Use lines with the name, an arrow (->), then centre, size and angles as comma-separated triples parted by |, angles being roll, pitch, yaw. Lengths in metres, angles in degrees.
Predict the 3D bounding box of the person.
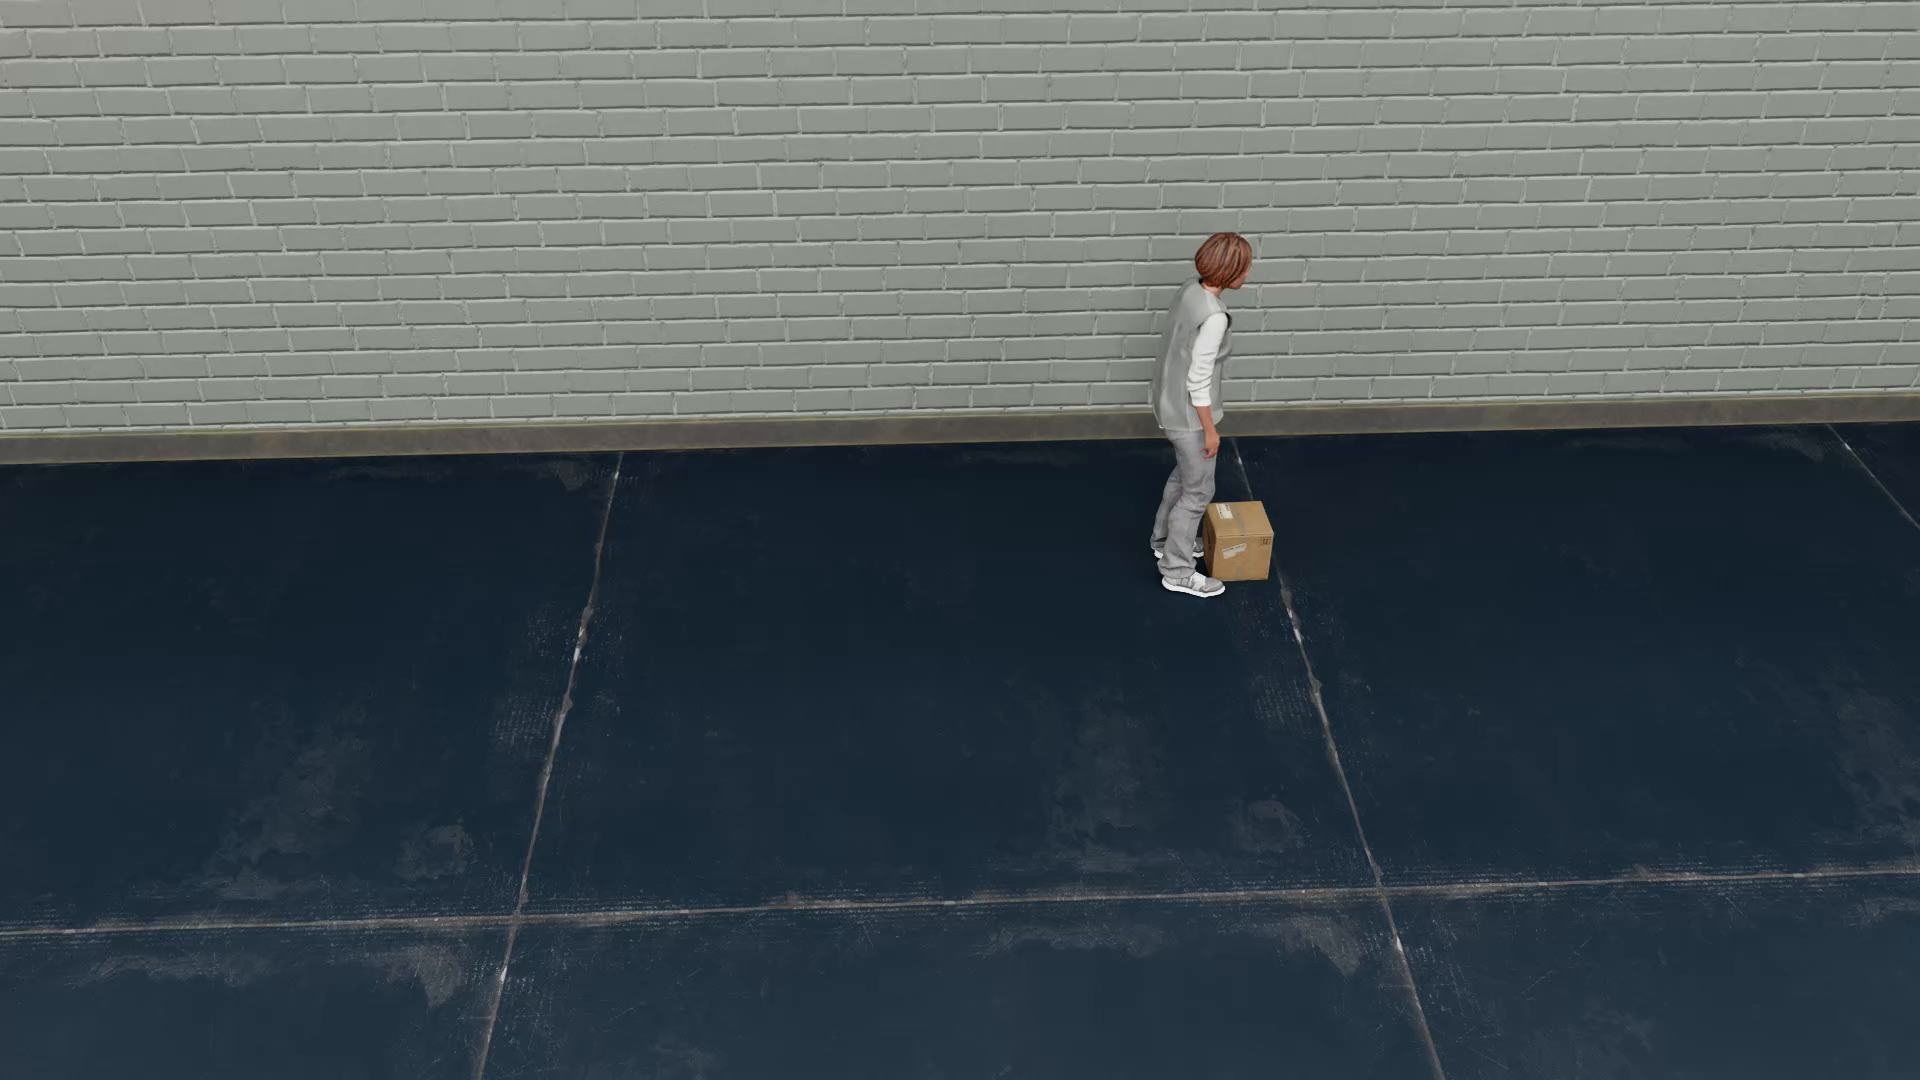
person -> 0.972, -0.526, 6.887 | 0.345, 1.593, 0.463 | -2, 36, -2
